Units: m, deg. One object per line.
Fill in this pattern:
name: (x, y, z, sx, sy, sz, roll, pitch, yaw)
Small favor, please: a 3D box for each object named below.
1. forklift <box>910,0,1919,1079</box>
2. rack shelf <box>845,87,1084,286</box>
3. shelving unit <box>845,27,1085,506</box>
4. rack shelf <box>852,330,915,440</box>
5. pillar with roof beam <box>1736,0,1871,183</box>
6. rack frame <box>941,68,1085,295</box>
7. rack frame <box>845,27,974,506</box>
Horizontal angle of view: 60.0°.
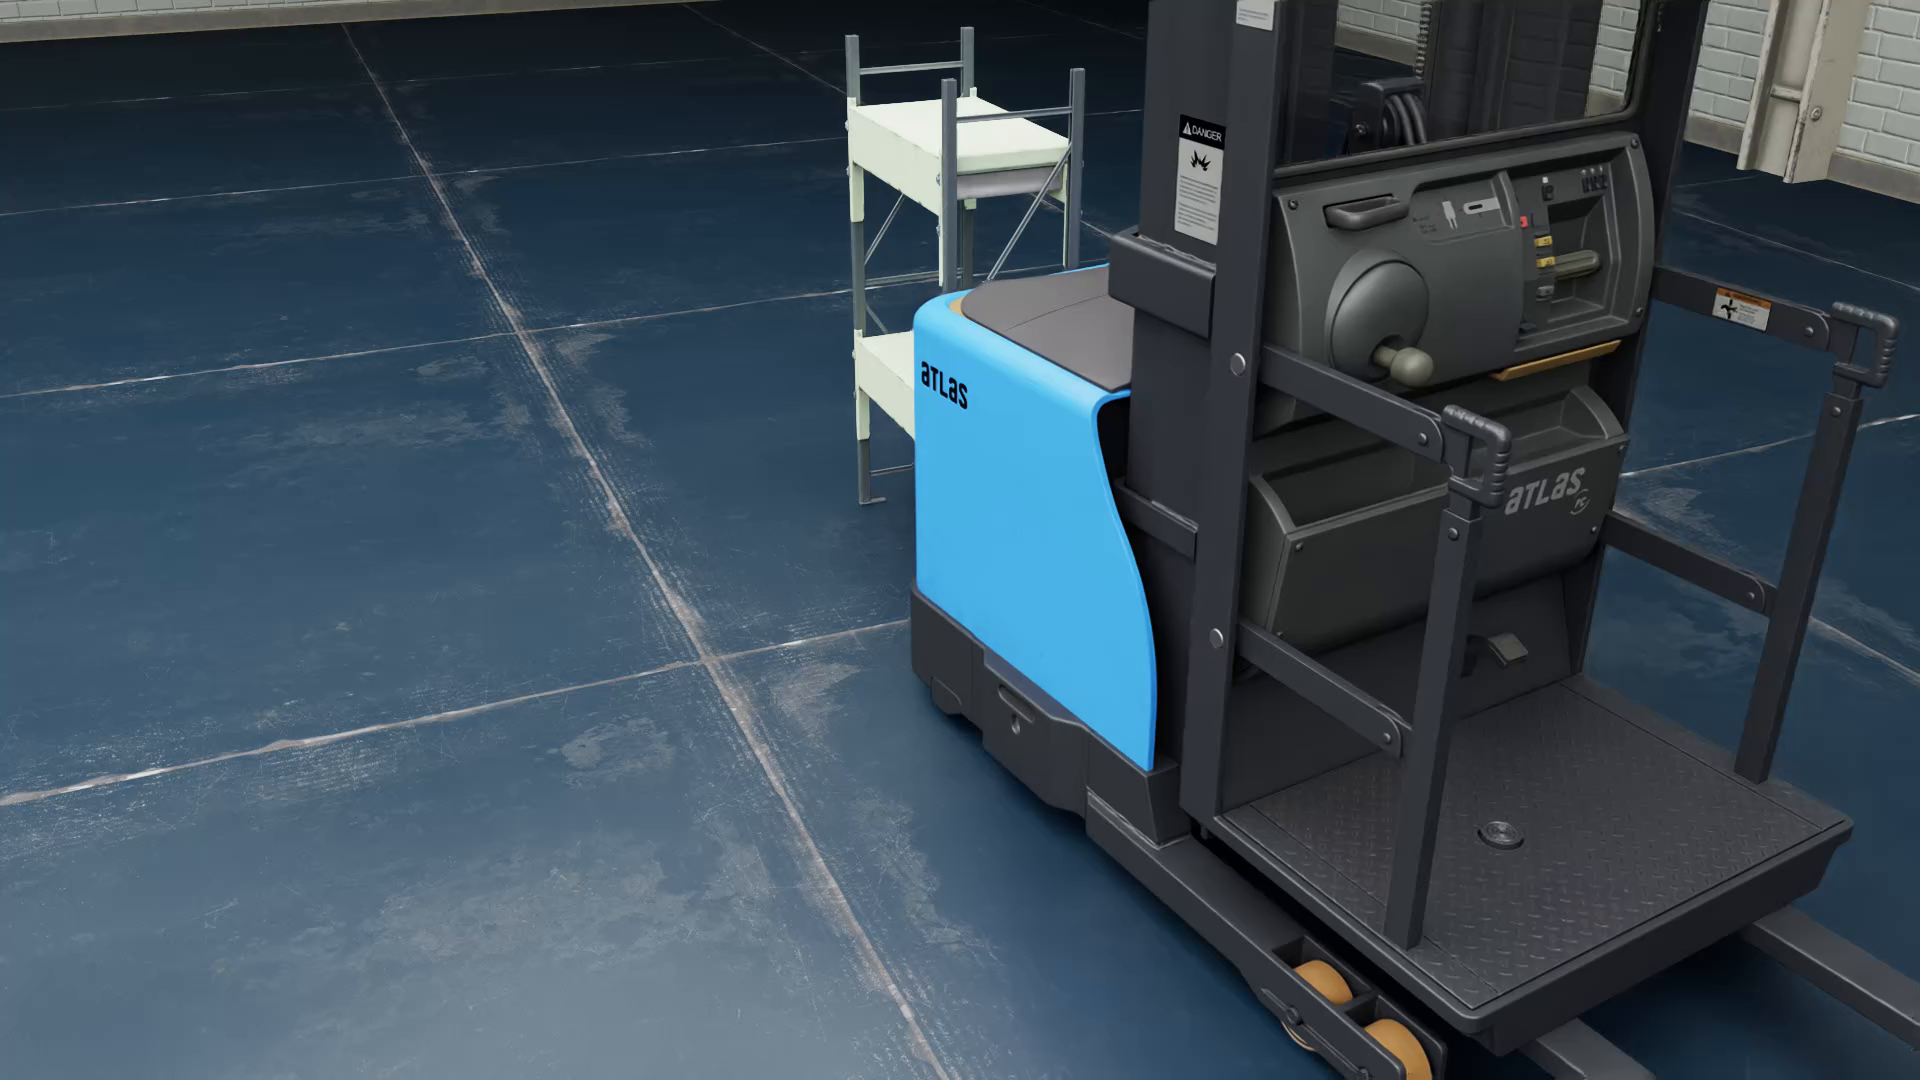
forklift: (1.070, -0.492, 2.916, 1.130, 2.935, 3.031, -15, 30, -28)
rack shelf: (-0.003, -1.027, 4.755, 0.431, 0.370, 0.720, -11, 28, -21)
shelving unit: (-0.003, -0.677, 4.926, 0.431, 1.500, 0.755, -11, 28, -21)
rack shelf: (-0.003, -0.384, 5.069, 0.431, 0.370, 0.720, -11, 28, -21)
pillar with roof beam: (0.776, -5.417, 6.089, 9.100, 9.000, 0.400, -11, 28, -21)
rack frame: (0.141, -0.529, 4.624, 0.400, 1.500, 0.023, -11, 28, -21)
rack frame: (-0.146, -0.824, 5.229, 0.400, 1.500, 0.023, -11, 28, -21)
